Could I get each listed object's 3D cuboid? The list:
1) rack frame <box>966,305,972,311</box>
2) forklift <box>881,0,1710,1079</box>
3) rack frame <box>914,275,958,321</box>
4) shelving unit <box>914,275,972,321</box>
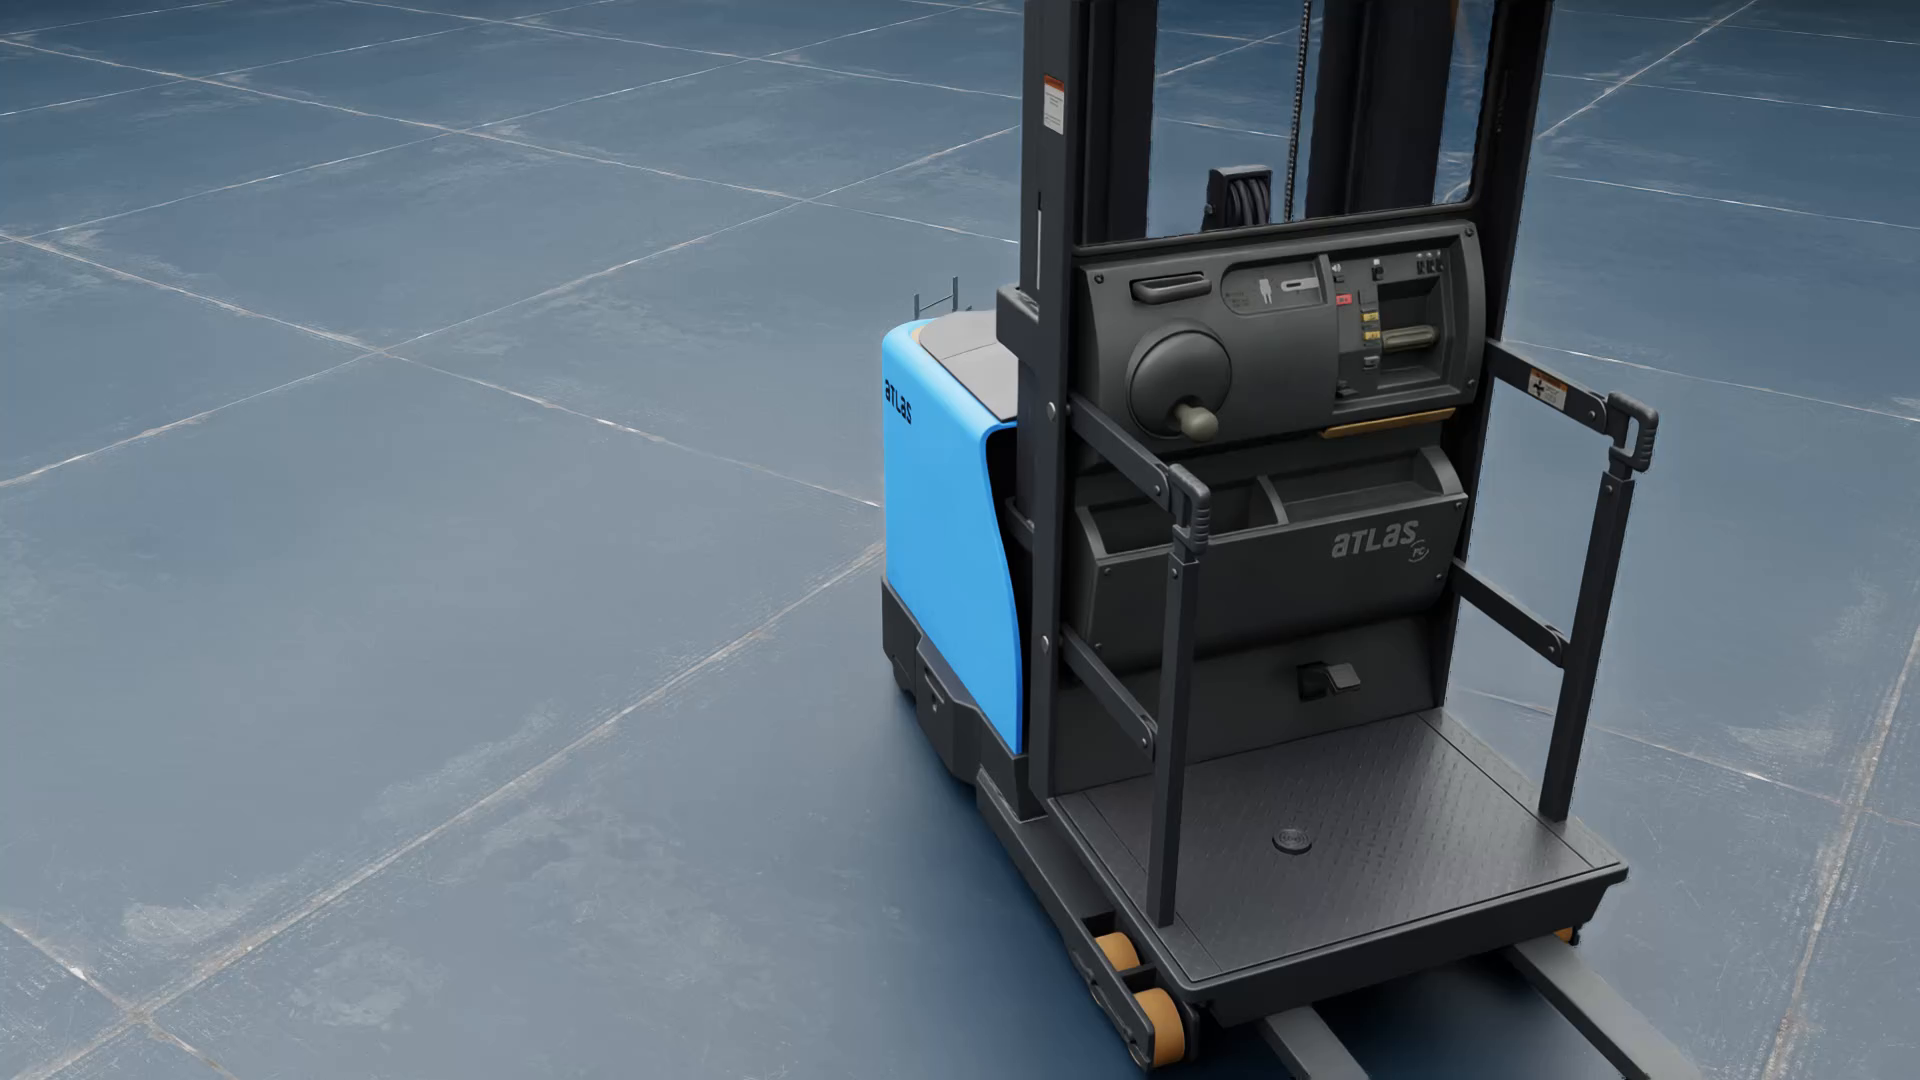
[{"bbox_3d":[0.090,-0.373,5.490,0.006,0.900,0.240,17,32,30],"label":"rack frame"},{"bbox_3d":[0.775,-0.398,3.301,1.130,2.935,3.031,-10,29,-19],"label":"forklift"},{"bbox_3d":[-0.077,-0.425,5.593,0.006,0.900,0.240,17,32,30],"label":"rack frame"},{"bbox_3d":[0.007,-0.399,5.542,0.210,0.900,0.258,17,32,30],"label":"shelving unit"}]
